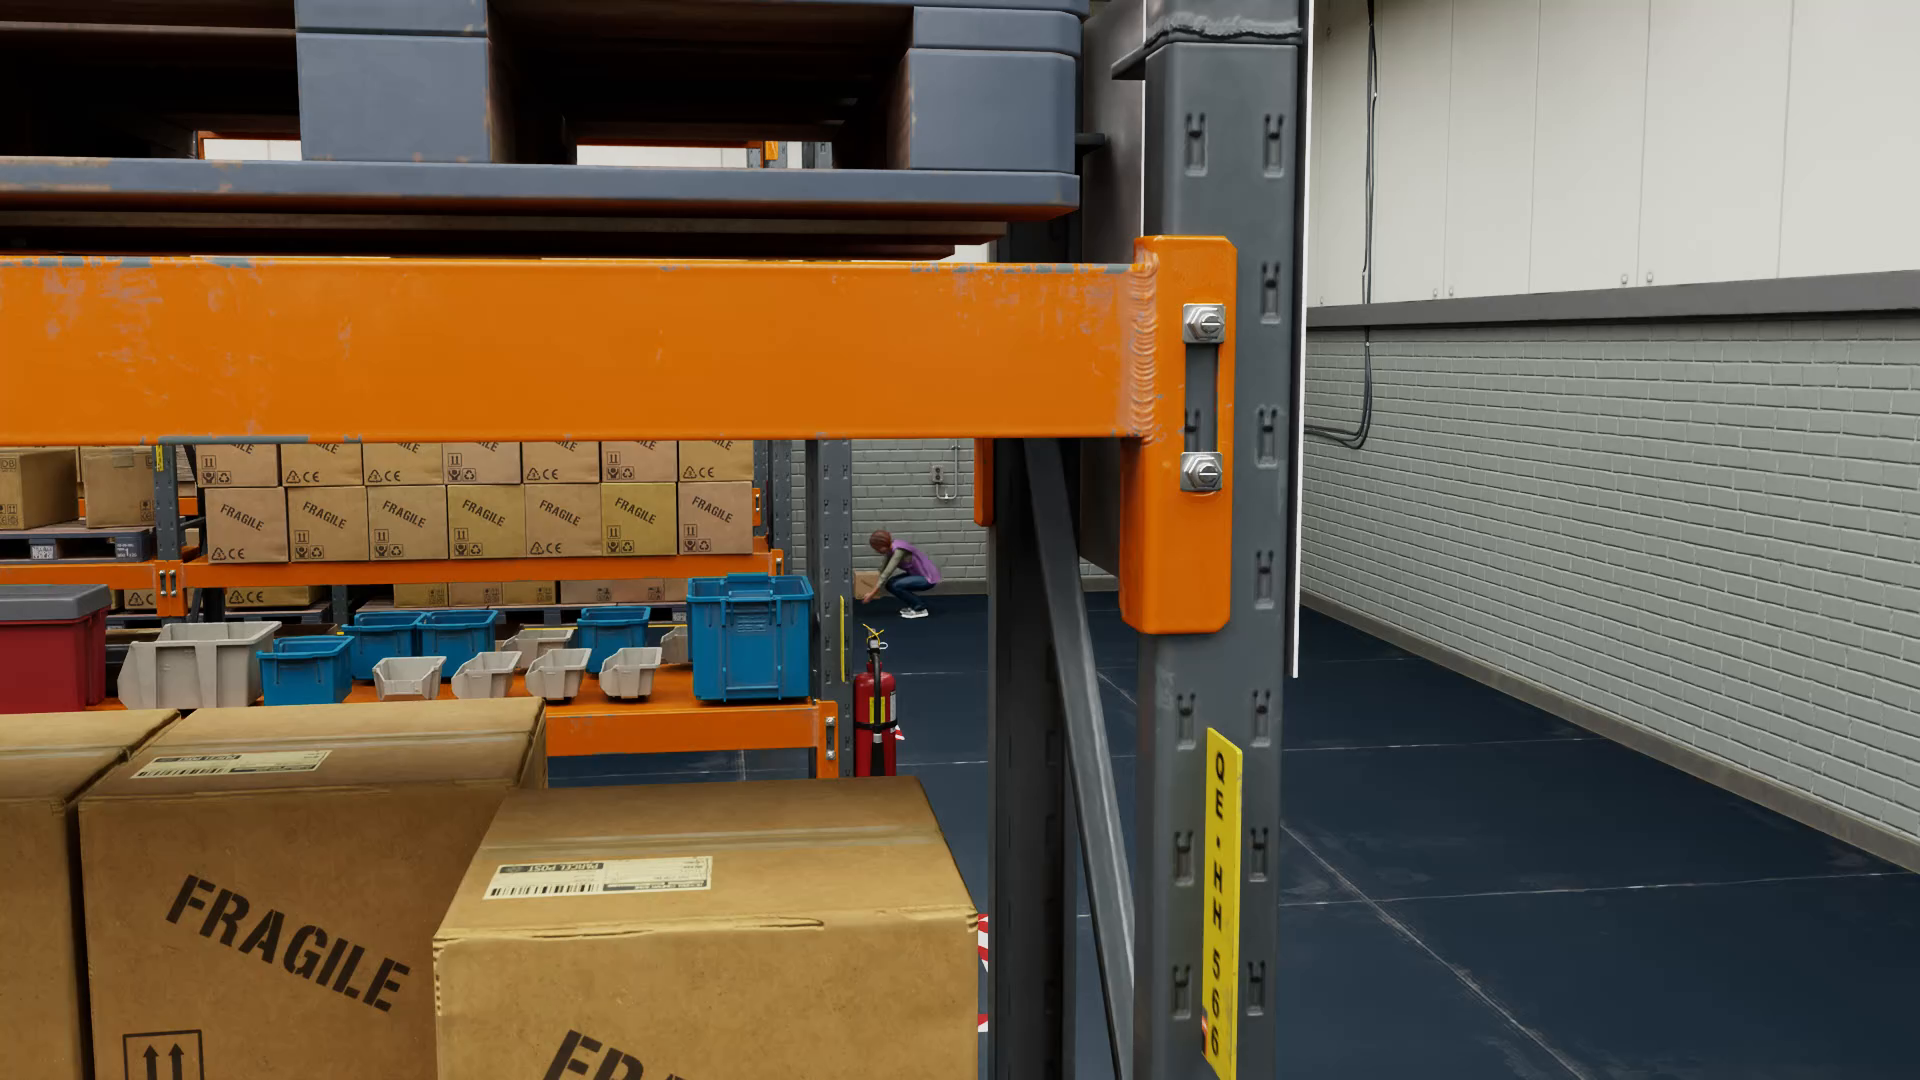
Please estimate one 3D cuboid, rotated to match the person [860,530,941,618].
[{"bbox_3d":[-0.592,0.334,16.747,0.814,0.889,0.450,-1,7,-9],"label":"person"}]
